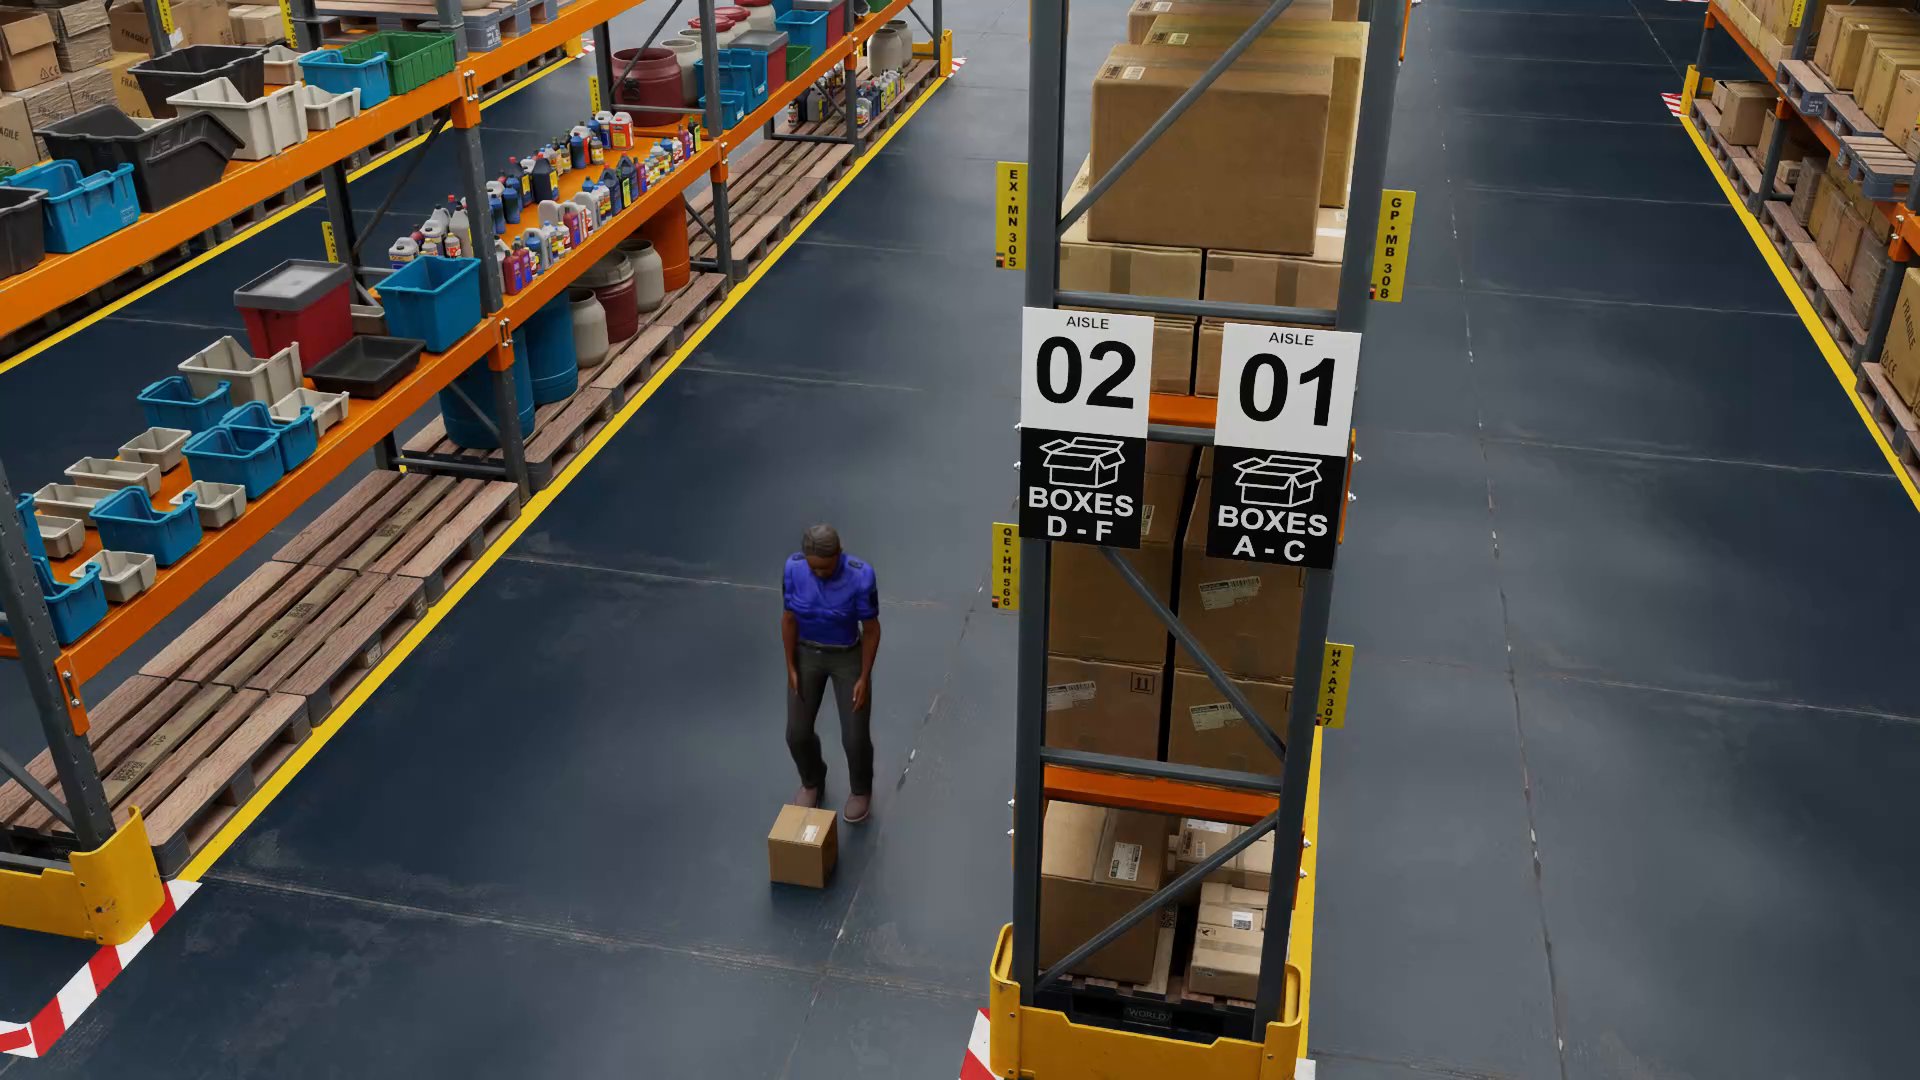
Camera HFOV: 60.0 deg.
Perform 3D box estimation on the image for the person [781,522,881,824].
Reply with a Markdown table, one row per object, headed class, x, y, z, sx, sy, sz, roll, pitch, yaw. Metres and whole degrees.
| class | x | y | z | sx | sy | sz | roll | pitch | yaw |
| --- | --- | --- | --- | --- | --- | --- | --- | --- | --- |
| person | -0.580 | 0.587 | 7.643 | 0.465 | 1.588 | 0.411 | 7 | 30 | 12 |
